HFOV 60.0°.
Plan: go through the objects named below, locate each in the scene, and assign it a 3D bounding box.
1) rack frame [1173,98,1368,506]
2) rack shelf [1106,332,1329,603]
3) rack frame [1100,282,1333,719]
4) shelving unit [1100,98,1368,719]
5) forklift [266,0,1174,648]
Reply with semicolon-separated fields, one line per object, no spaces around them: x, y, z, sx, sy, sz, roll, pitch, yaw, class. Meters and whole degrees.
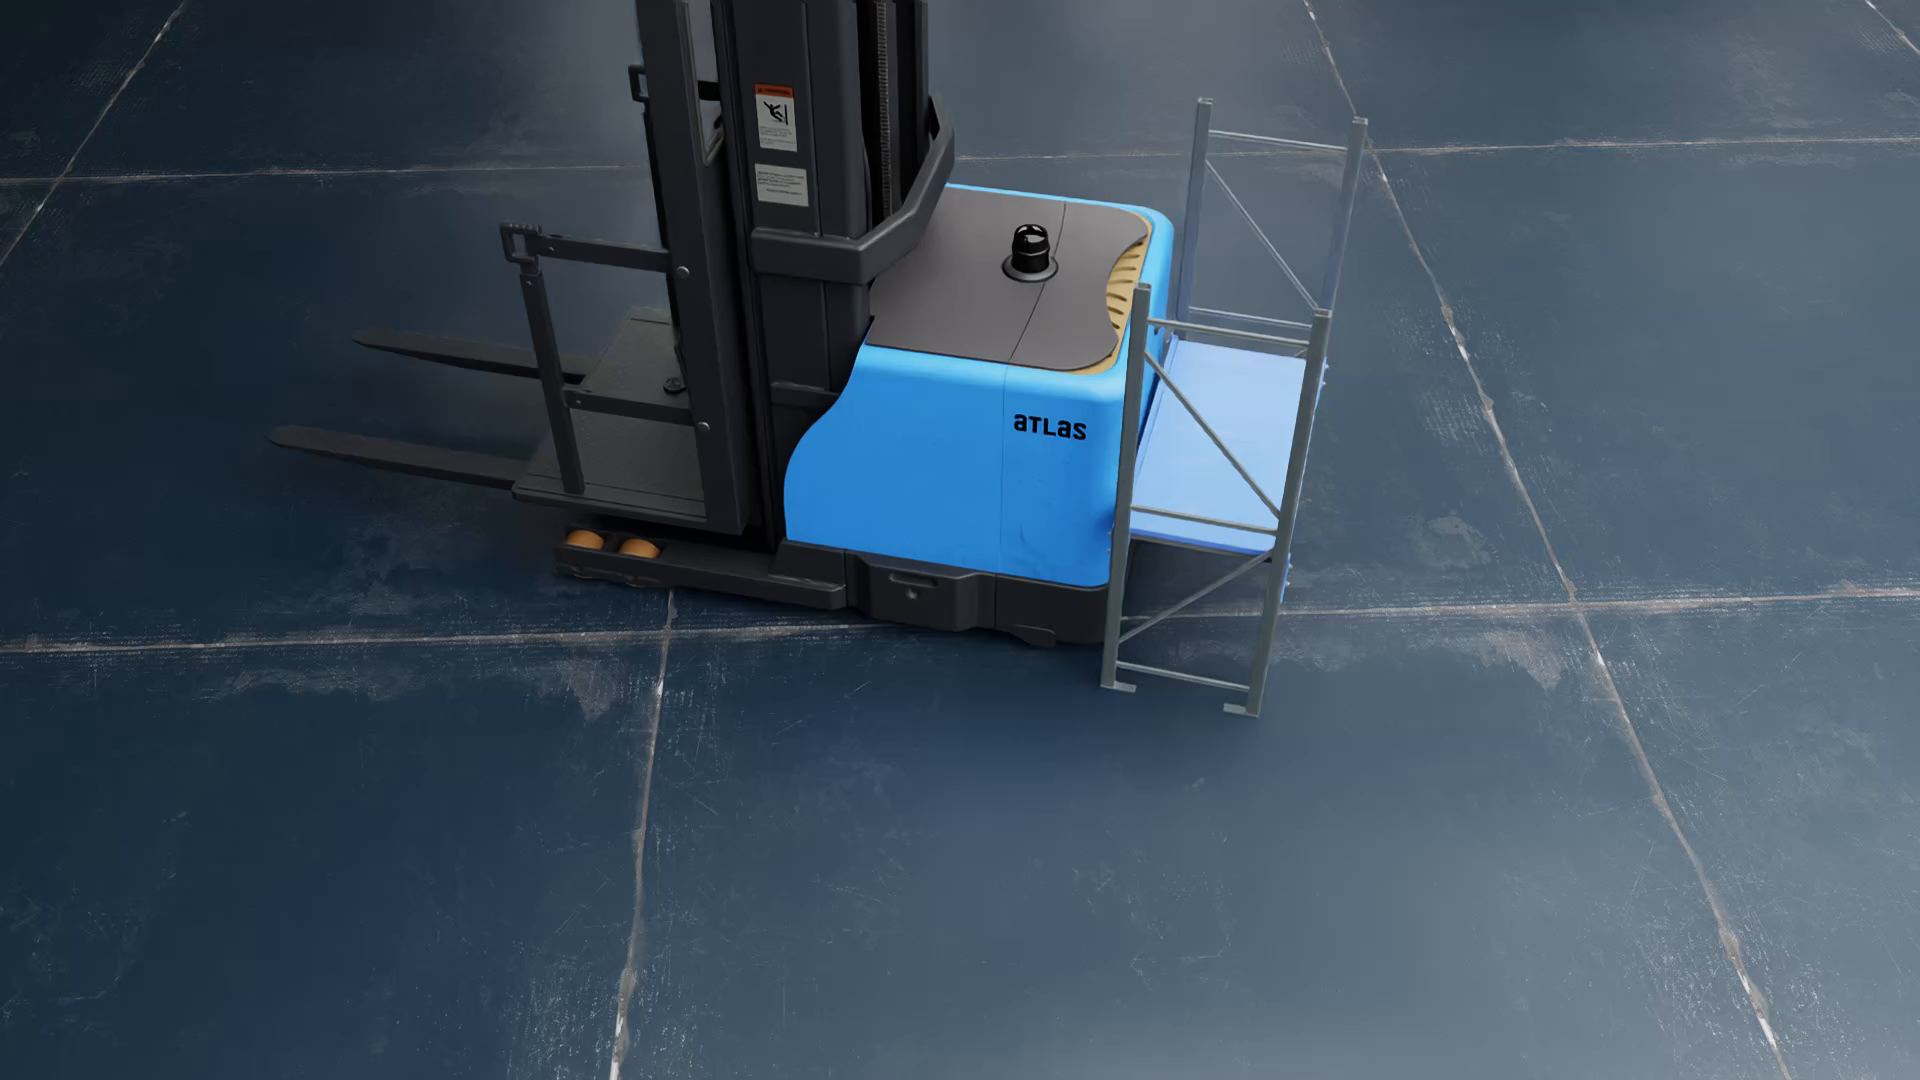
0.953;-0.717;5.422;0.500;1.500;0.032;10;44;11;rack frame
0.819;-0.253;5.182;0.538;0.185;1.000;10;44;11;rack shelf
0.686;-0.054;4.699;0.500;1.500;0.032;10;44;11;rack frame
0.819;-0.386;5.061;0.538;1.500;1.048;10;44;11;shelving unit
-0.876;-1.258;4.954;3.031;2.935;1.130;9;43;10;forklift
